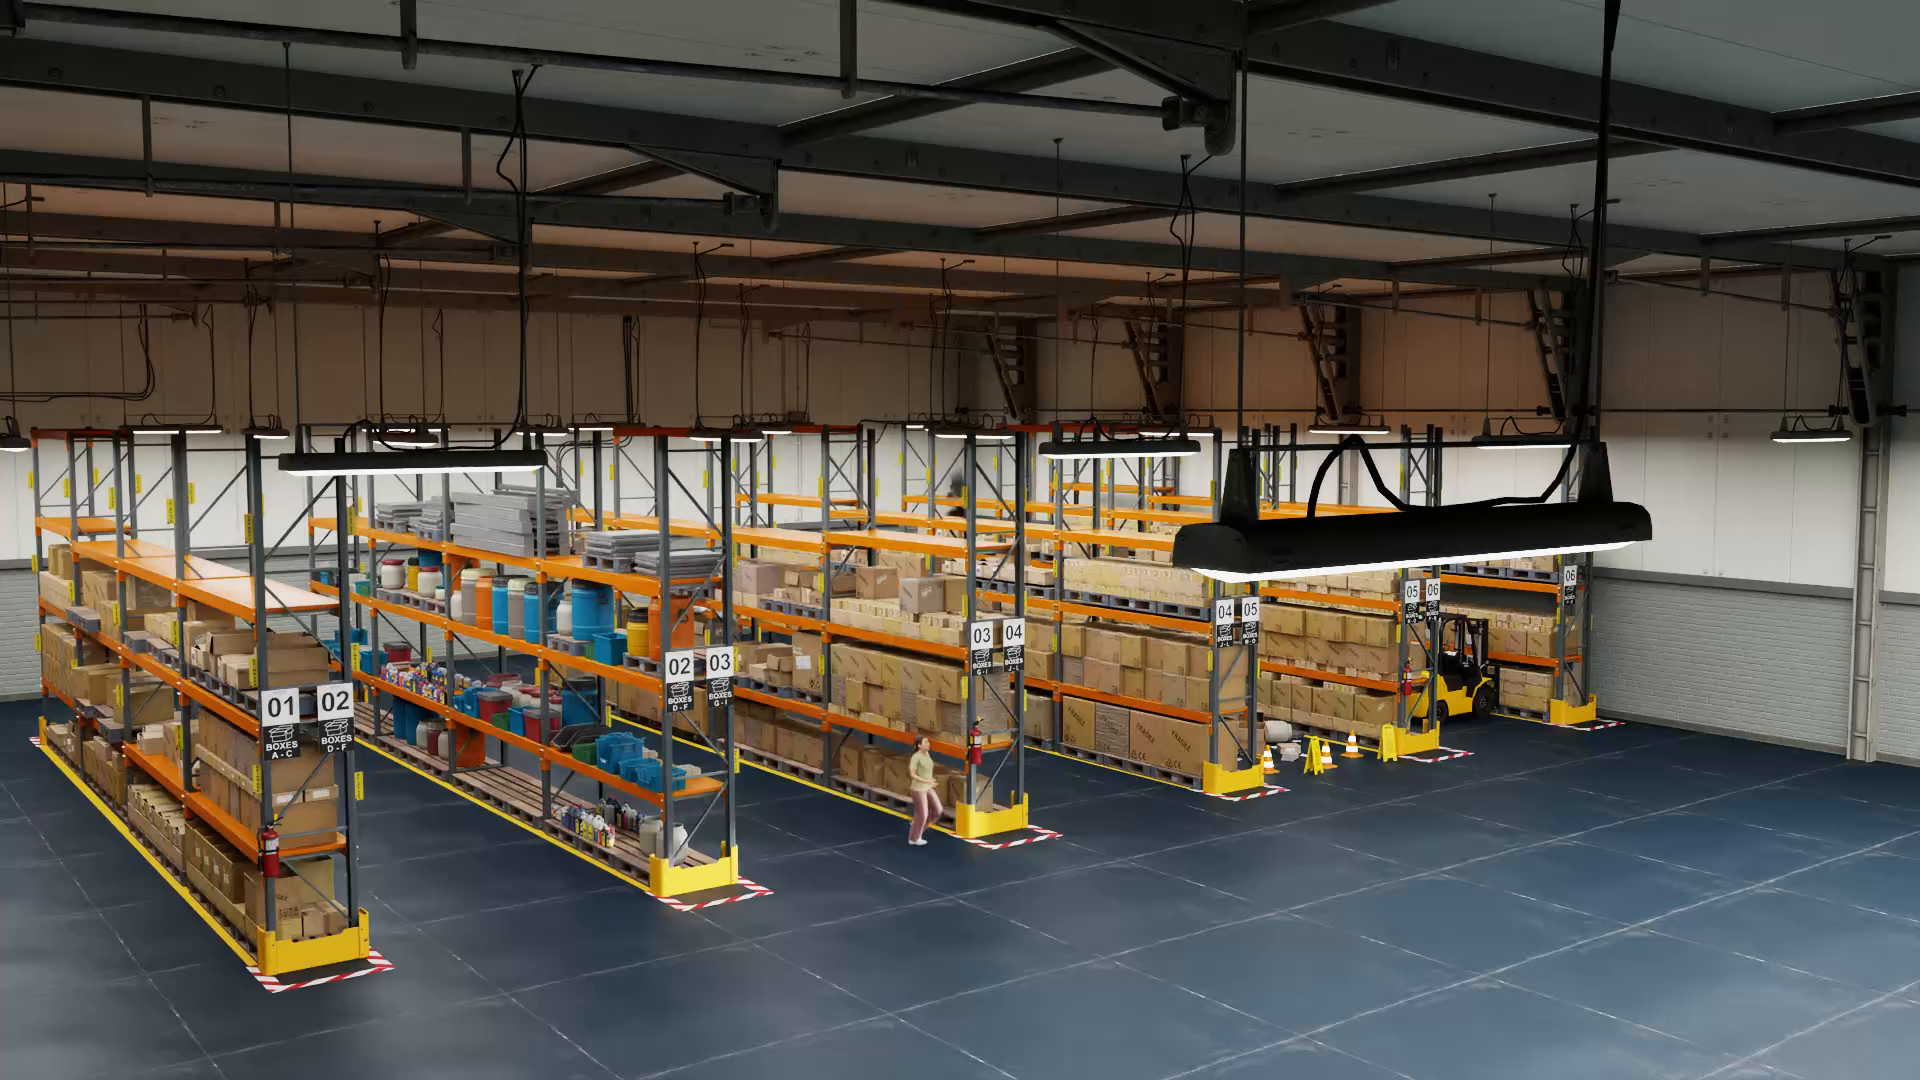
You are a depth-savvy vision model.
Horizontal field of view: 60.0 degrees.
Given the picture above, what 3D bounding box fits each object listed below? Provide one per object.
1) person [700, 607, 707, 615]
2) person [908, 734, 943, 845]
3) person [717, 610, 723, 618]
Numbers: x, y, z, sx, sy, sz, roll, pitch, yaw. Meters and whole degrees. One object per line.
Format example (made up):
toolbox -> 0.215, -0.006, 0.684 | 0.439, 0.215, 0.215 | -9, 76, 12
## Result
person -> -6.038, 2.420, 39.064 | 0.698, 1.730, 0.724 | -2, 5, -22
person -> -0.508, 3.613, 24.080 | 0.550, 1.624, 0.617 | 3, 5, 30
person -> -6.054, 2.306, 41.487 | 0.586, 1.625, 0.760 | -2, 5, -22
